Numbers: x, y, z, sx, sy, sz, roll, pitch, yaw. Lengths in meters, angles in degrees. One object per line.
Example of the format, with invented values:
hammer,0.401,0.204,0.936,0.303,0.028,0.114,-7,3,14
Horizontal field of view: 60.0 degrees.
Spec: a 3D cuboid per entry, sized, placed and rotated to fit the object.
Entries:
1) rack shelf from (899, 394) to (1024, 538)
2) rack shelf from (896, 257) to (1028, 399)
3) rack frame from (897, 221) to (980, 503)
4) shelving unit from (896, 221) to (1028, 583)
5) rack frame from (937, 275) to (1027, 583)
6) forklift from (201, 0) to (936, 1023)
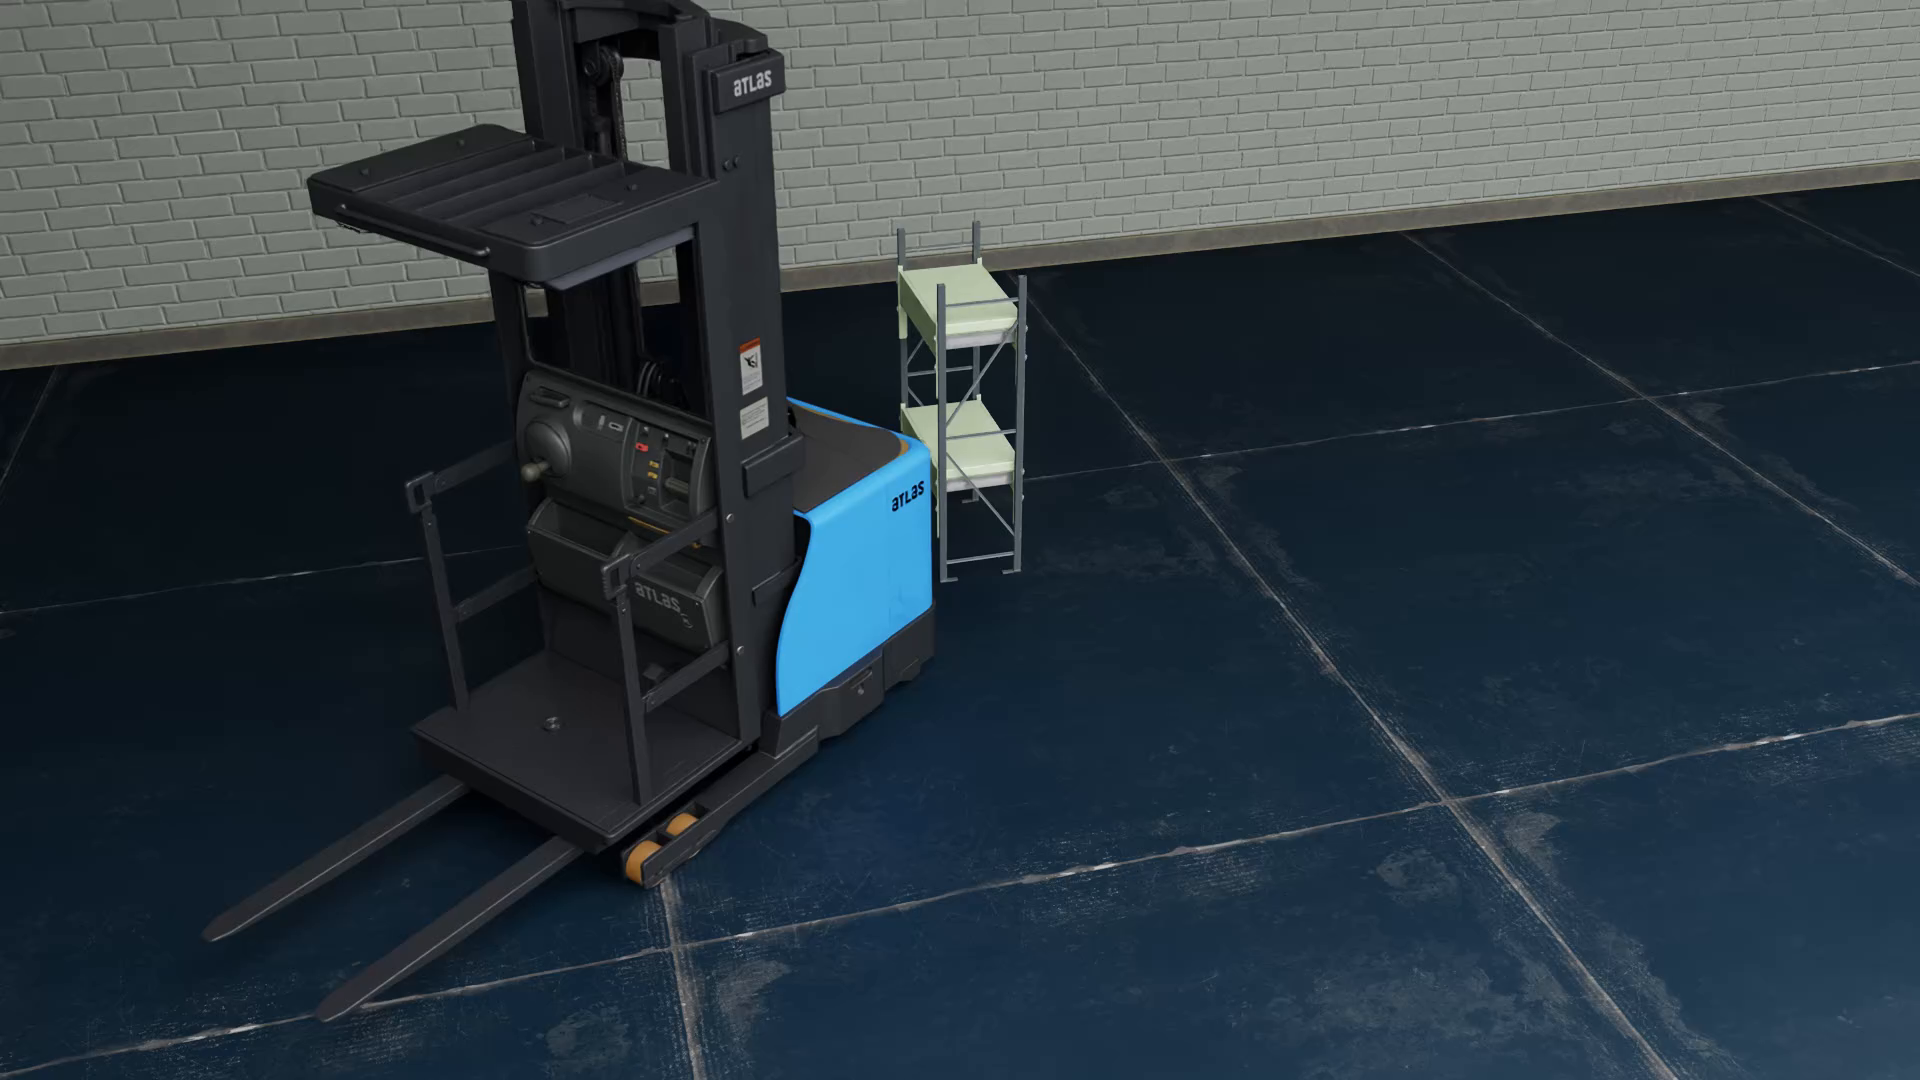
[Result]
rack shelf,-0.002,-0.370,8.043,0.431,0.370,0.720,-8,31,-13
rack shelf,-0.002,-0.990,7.684,0.431,0.370,0.720,-8,31,-13
rack frame,-0.099,-0.829,8.185,0.400,1.500,0.023,-8,31,-13
shelving unit,-0.002,-0.652,7.880,0.431,1.500,0.755,-8,31,-13
rack frame,0.095,-0.476,7.574,0.400,1.500,0.023,-8,31,-13
forklift,-1.374,-0.279,5.807,1.130,2.935,3.031,20,36,30
